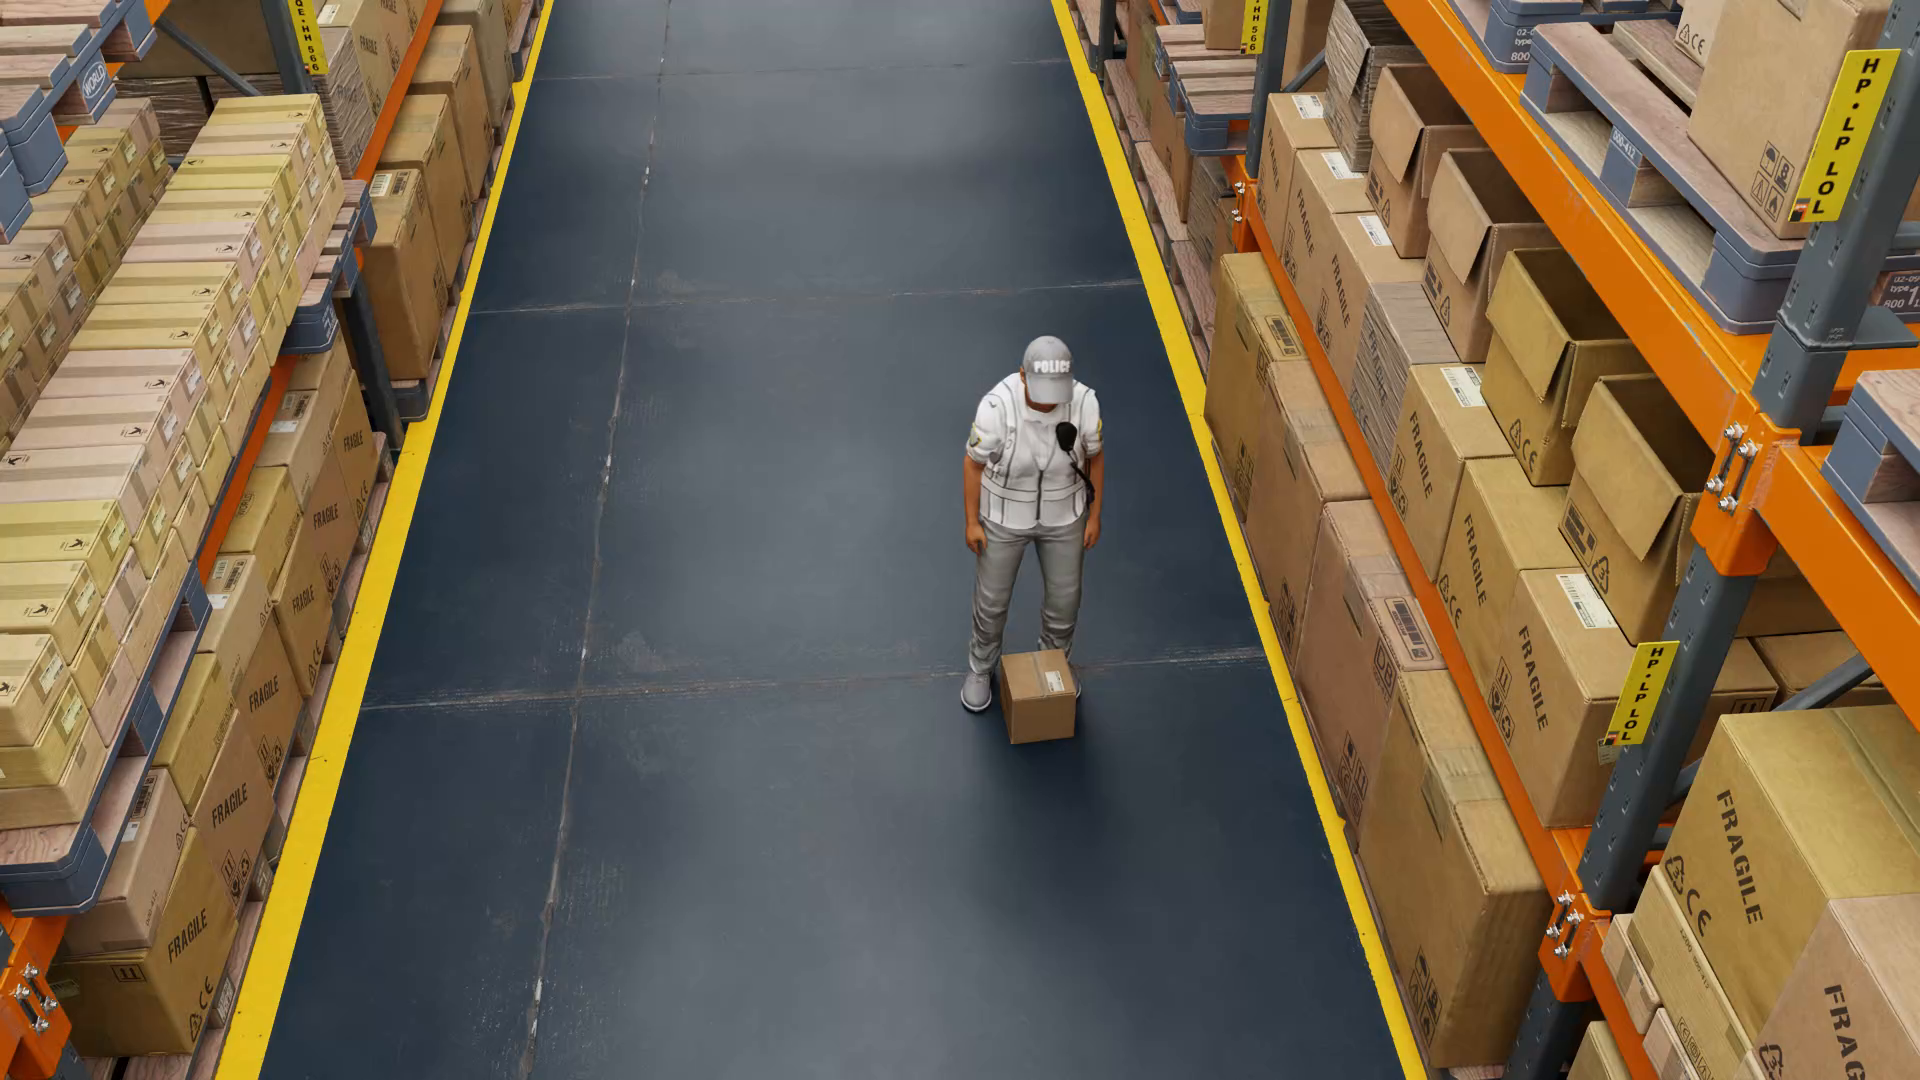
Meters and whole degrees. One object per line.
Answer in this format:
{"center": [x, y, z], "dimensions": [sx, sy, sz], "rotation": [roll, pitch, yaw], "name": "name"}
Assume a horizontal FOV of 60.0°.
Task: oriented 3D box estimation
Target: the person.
{"center": [0.268, -0.069, 6.234], "dimensions": [0.545, 1.666, 0.471], "rotation": [-3, 39, -4], "name": "person"}
